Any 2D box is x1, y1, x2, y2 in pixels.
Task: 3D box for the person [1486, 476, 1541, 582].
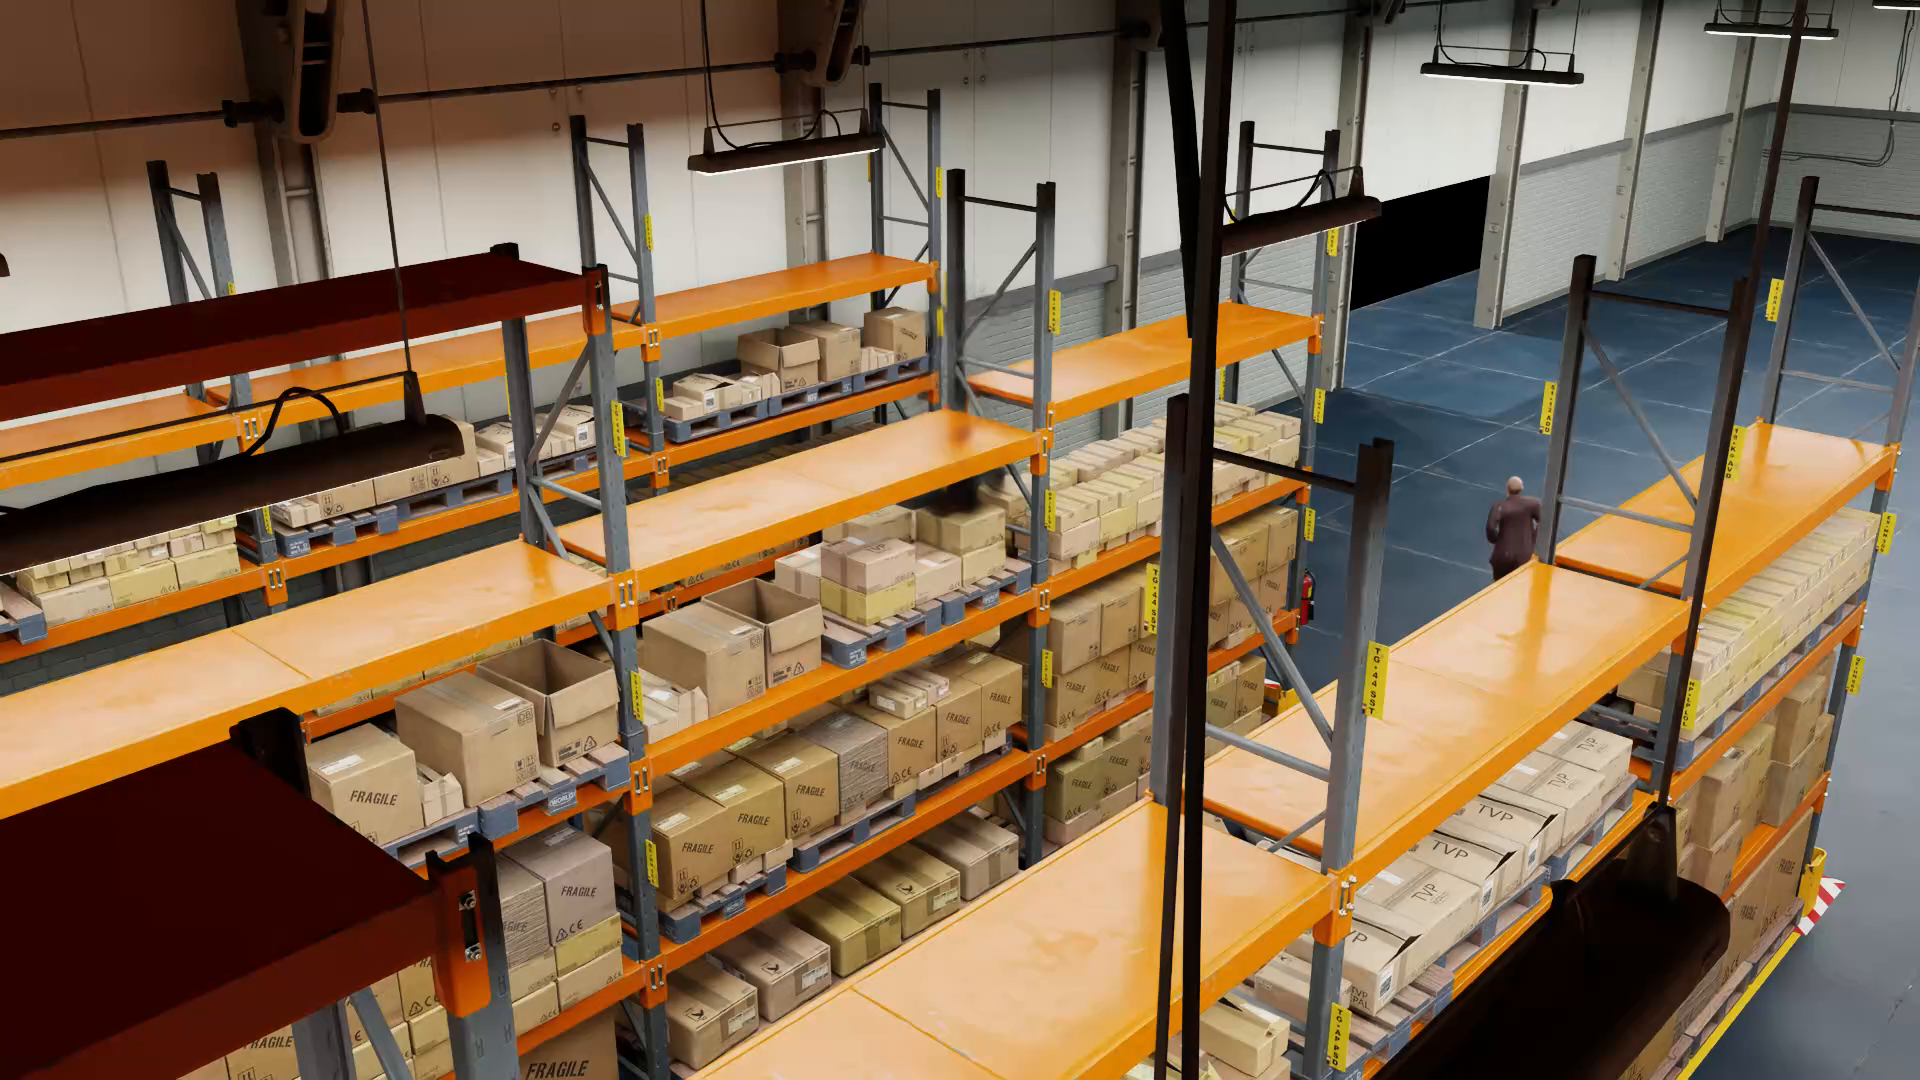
[{"bbox_3d":[6.420,0.156,19.280,0.718,1.760,0.939,1,21,2],"label":"person"}]
